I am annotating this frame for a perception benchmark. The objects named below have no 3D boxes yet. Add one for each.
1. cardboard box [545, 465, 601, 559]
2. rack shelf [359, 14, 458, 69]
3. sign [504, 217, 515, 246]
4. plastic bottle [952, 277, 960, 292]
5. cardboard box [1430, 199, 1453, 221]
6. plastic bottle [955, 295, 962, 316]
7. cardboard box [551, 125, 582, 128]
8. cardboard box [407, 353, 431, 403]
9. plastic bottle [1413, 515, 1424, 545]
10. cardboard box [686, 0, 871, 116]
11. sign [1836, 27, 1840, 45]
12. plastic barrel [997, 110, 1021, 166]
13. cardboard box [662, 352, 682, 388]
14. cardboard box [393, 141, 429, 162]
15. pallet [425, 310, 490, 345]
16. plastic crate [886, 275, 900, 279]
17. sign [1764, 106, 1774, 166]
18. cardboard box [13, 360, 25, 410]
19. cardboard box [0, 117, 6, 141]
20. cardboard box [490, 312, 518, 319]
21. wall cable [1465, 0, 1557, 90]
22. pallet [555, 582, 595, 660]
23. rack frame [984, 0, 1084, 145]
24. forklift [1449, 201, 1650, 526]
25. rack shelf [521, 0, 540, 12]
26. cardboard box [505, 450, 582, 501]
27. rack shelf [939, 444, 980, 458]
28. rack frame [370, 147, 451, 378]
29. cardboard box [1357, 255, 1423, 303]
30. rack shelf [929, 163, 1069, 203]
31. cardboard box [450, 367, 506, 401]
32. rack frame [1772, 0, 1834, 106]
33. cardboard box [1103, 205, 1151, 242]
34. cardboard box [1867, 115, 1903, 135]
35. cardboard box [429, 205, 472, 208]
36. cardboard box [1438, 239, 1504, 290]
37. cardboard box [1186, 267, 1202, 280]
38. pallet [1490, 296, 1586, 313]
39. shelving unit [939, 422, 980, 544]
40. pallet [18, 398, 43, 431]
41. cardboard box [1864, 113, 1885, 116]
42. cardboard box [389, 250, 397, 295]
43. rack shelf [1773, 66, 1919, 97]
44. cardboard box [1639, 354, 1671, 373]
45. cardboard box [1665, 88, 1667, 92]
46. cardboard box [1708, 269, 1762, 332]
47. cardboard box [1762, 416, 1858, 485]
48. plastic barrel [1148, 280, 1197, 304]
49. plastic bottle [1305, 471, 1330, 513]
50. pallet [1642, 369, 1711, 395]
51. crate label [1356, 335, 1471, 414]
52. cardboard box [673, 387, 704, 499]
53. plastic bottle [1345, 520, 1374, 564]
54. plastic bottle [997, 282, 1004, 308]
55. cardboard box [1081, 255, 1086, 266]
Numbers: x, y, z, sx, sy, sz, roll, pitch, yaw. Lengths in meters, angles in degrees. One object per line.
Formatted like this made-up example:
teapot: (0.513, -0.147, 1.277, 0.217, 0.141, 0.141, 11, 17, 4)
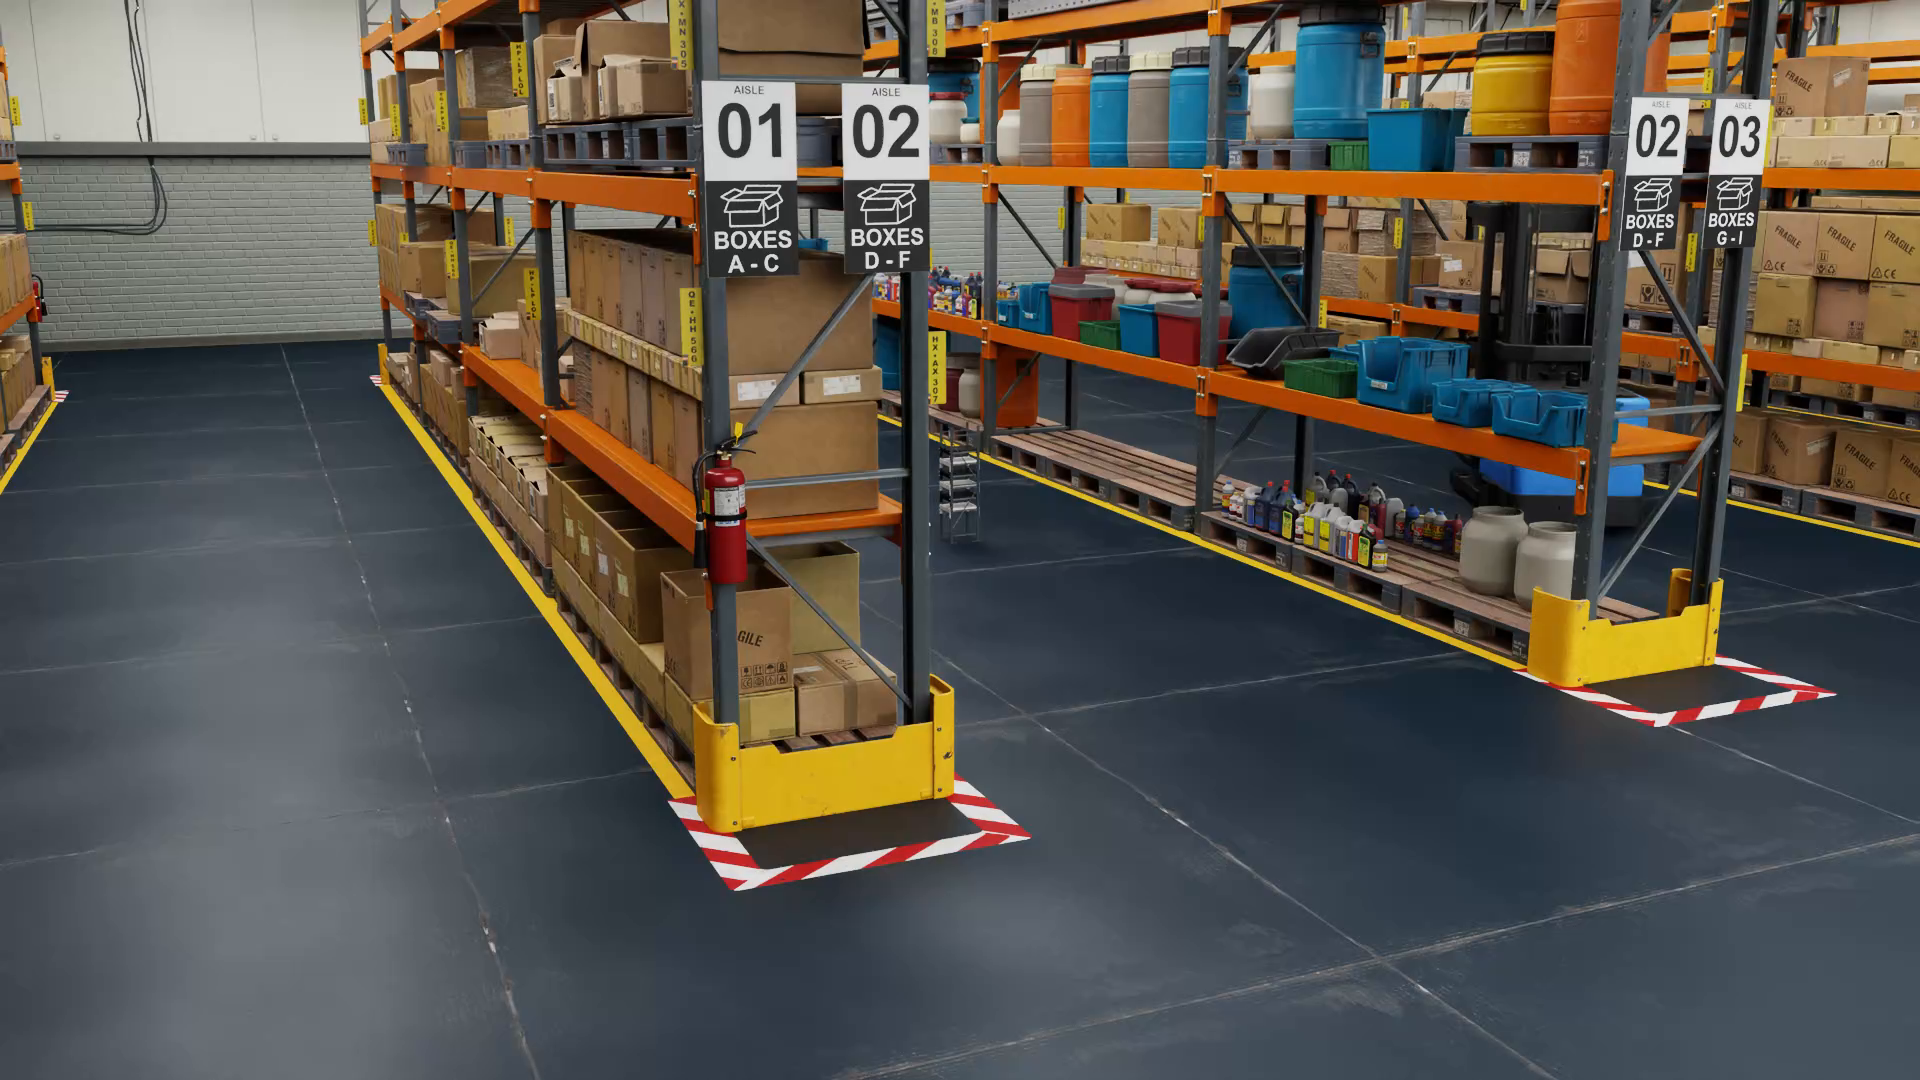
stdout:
cardboard box: (-2.324, -0.195, 10.562, 0.500, 0.500, 0.500, -6, 14, -23)
rack shelf: (-6.229, -5.725, 19.252, 1.077, 0.370, 4.000, -6, 14, -23)
sign: (-4.920, -3.356, 18.151, 0.100, 0.325, 0.005, -6, 14, -23)
plastic bottle: (-0.045, -2.802, 18.612, 0.097, 0.271, 0.097, 0, 13, 0)
cardboard box: (7.396, -5.029, 24.848, 0.500, 0.500, 0.500, -5, 14, -21)
plastic bottle: (0.001, -2.403, 17.041, 0.097, 0.201, 0.097, 0, 13, 0)
cardboard box: (-2.461, -2.810, 11.106, 0.500, 0.250, 0.500, -4, 14, -17)
cardboard box: (-5.916, -1.830, 18.692, 0.500, 0.500, 0.500, -6, 14, -23)
plastic bottle: (3.262, -0.074, 11.769, 0.097, 0.201, 0.097, 0, 13, 0)
cardboard box: (-0.847, -2.166, 7.451, 0.797, 0.503, 0.637, -5, 14, -19)
sign: (16.192, -9.307, 30.702, 0.100, 0.325, 0.005, -6, 14, -23)
plastic barrel: (0.559, -3.786, 15.673, 0.421, 0.512, 0.421, 0, 13, 0)
cardboard box: (-1.255, -0.847, 8.219, 0.380, 0.149, 0.250, -5, 14, -22)
cardboard box: (-5.866, -4.206, 18.071, 0.500, 0.250, 0.500, -6, 14, -23)
pallet: (-4.161, -1.955, 15.090, 1.213, 0.211, 1.003, -6, 14, -23)
plastic crate: (-0.943, -3.198, 20.486, 0.396, 0.136, 0.243, -6, 14, -23)
sign: (4.425, -2.223, 9.151, 0.100, 0.325, 0.005, -6, 14, -23)
cardboard box: (-10.572, -1.654, 17.976, 0.700, 0.500, 0.500, -5, 14, -22)
cardboard box: (-10.821, -4.526, 18.302, 0.500, 0.250, 0.500, -6, 14, -25)
cardboard box: (-3.719, -1.792, 14.159, 0.500, 0.311, 0.500, -5, 14, -19)
wall cable: (11.850, -9.759, 34.994, 2.988, 3.039, 0.133, -6, 14, -23)
pallet: (-1.943, 0.438, 10.509, 1.003, 0.211, 1.213, -6, 14, -23)
rack frame: (0.715, -5.284, 15.744, 1.000, 3.000, 0.127, -6, 14, -23)
forklift: (4.917, -1.810, 14.188, 1.130, 2.935, 3.031, 1, 13, 3)
rack shelf: (-1.422, -3.053, 8.585, 1.077, 0.370, 4.000, -6, 14, -23)
cardboard box: (-3.060, -0.495, 12.278, 0.500, 0.311, 0.500, -6, 14, -23)
rack shelf: (-0.003, -0.671, 12.722, 0.258, 0.077, 0.200, -6, 14, -23)
rack frame: (-7.030, -3.568, 21.632, 1.000, 3.000, 0.127, -6, 14, -23)
cardboard box: (4.829, -2.937, 18.686, 0.500, 0.500, 0.500, -5, 14, -21)
rack shelf: (-0.086, -3.886, 17.949, 1.077, 0.370, 4.000, -6, 14, -23)
cardboard box: (-4.441, -1.460, 15.431, 0.500, 0.250, 0.500, -5, 14, -21)
rack frame: (12.731, -7.453, 25.116, 1.000, 3.000, 0.127, -6, 14, -23)
cardboard box: (2.407, -4.566, 23.954, 0.500, 0.500, 0.500, -6, 14, -24)
cardboard box: (7.260, -3.204, 12.857, 0.380, 0.149, 0.250, -6, 14, -24)
cardboard box: (-6.184, -3.825, 20.307, 0.500, 0.500, 0.500, -5, 14, -21)
cardboard box: (5.506, -2.954, 17.829, 0.500, 0.500, 0.500, -8, 15, -30)
cardboard box: (3.229, -3.546, 22.097, 0.380, 0.149, 0.250, -6, 14, -23)
pallet: (6.084, -2.310, 16.624, 1.003, 0.211, 1.213, -6, 14, -23)
shelving unit: (-0.003, -0.440, 12.776, 0.258, 0.900, 0.210, -6, 14, -23)
pallet: (-10.690, -1.351, 18.240, 1.003, 0.211, 1.213, -6, 14, -23)
cardboard box: (10.532, -4.718, 18.997, 0.500, 0.311, 0.500, -6, 14, -23)
cardboard box: (-6.485, -3.187, 19.768, 0.500, 0.500, 0.500, -5, 14, -22)
rack shelf: (13.532, -6.495, 23.456, 1.077, 0.370, 4.000, -6, 14, -23)
cardboard box: (9.131, -2.443, 21.384, 0.500, 0.500, 0.500, -5, 14, -21)
cardboard box: (6.380, -3.999, 15.685, 0.797, 0.503, 0.637, -5, 14, -21)
cardboard box: (6.979, -2.078, 14.313, 0.875, 0.500, 0.500, -6, 14, -23)
cardboard box: (7.216, -0.765, 14.137, 0.500, 0.500, 0.500, -1, 13, -5)
plastic barrel: (1.841, -1.970, 14.429, 0.433, 0.535, 0.433, 0, 13, 0)
plastic bottle: (2.707, -0.339, 12.581, 0.144, 0.351, 0.185, -6, 14, -23)
pallet: (9.527, -2.039, 21.212, 1.003, 0.211, 1.213, -6, 14, -23)
crate label: (2.935, -1.082, 10.813, 0.502, 0.435, 0.616, -6, 14, -23)
cardboard box: (-1.010, -0.516, 8.227, 0.700, 0.500, 0.500, -5, 14, -22)
plastic bottle: (2.706, 0.010, 11.241, 0.152, 0.276, 0.135, -6, 14, -23)
plastic bottle: (0.446, -2.635, 17.887, 0.097, 0.271, 0.097, 0, 13, 0)
cardboard box: (1.993, -4.183, 24.849, 0.380, 0.149, 0.250, -6, 14, -24)
